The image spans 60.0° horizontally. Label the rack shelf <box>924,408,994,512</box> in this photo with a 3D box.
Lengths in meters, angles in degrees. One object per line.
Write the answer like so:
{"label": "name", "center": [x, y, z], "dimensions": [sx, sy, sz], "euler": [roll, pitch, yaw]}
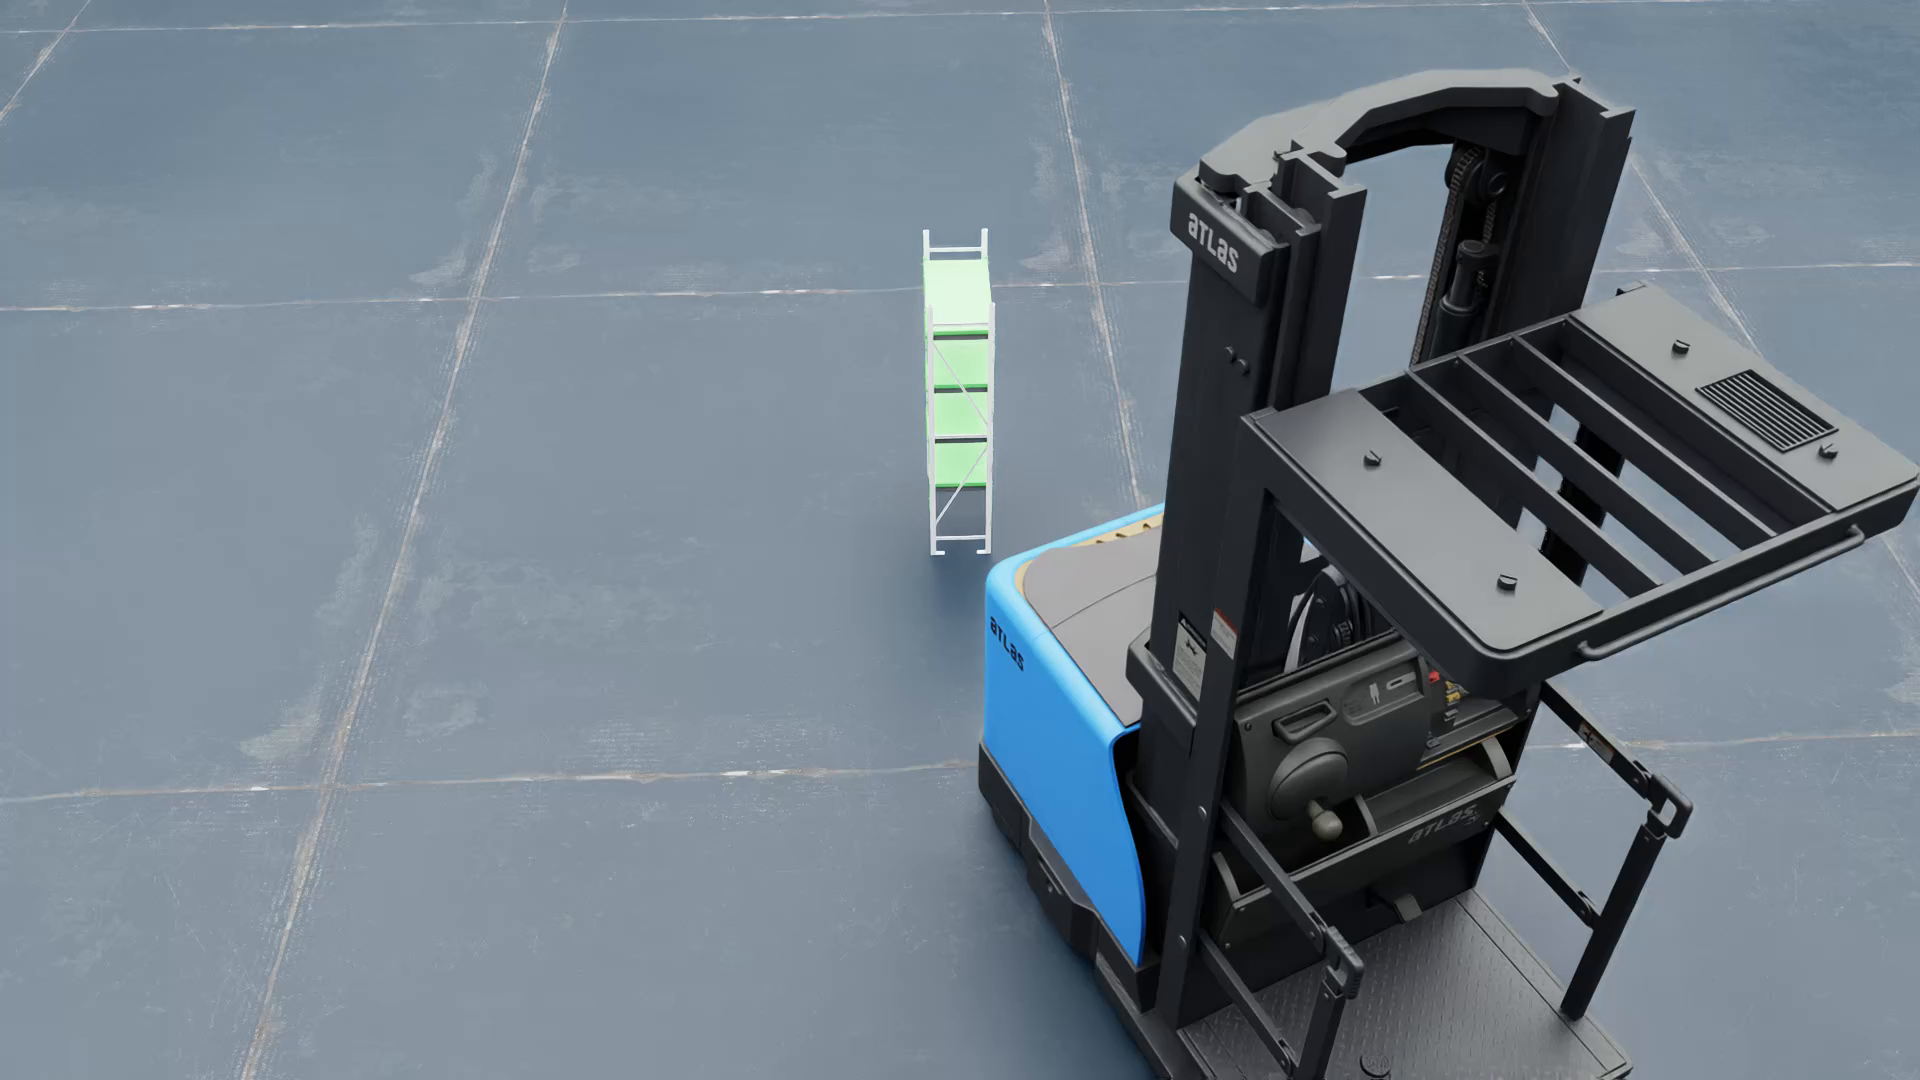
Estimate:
{"label": "rack shelf", "center": [-0.007, -0.330, 6.672], "dimensions": [0.258, 0.148, 0.480], "euler": [-2, 43, -2]}

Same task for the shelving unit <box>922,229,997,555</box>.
{"label": "shelving unit", "center": [-0.007, -0.554, 6.466], "dimensions": [0.258, 1.200, 0.503], "euler": [-2, 43, -2]}

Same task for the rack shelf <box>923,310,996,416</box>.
{"label": "rack shelf", "center": [-0.007, -0.684, 6.347], "dimensions": [0.258, 0.148, 0.480], "euler": [-2, 43, -2]}

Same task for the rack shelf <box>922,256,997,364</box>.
{"label": "rack shelf", "center": [-0.007, -0.861, 6.185], "dimensions": [0.258, 0.148, 0.480], "euler": [-2, 43, -2]}

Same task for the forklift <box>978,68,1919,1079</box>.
{"label": "forklift", "center": [1.184, 0.526, 4.008], "dimensions": [1.130, 2.935, 3.031], "euler": [-19, 46, -20]}

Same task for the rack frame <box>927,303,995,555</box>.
{"label": "rack frame", "center": [0.003, -0.389, 6.287], "dimensions": [0.240, 1.200, 0.015], "euler": [-2, 43, -2]}

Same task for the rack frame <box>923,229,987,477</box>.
{"label": "rack frame", "center": [-0.017, -0.719, 6.646], "dimensions": [0.240, 1.200, 0.015], "euler": [-2, 43, -2]}

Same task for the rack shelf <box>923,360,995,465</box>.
{"label": "rack shelf", "center": [-0.007, -0.507, 6.510], "dimensions": [0.258, 0.148, 0.480], "euler": [-2, 43, -2]}
